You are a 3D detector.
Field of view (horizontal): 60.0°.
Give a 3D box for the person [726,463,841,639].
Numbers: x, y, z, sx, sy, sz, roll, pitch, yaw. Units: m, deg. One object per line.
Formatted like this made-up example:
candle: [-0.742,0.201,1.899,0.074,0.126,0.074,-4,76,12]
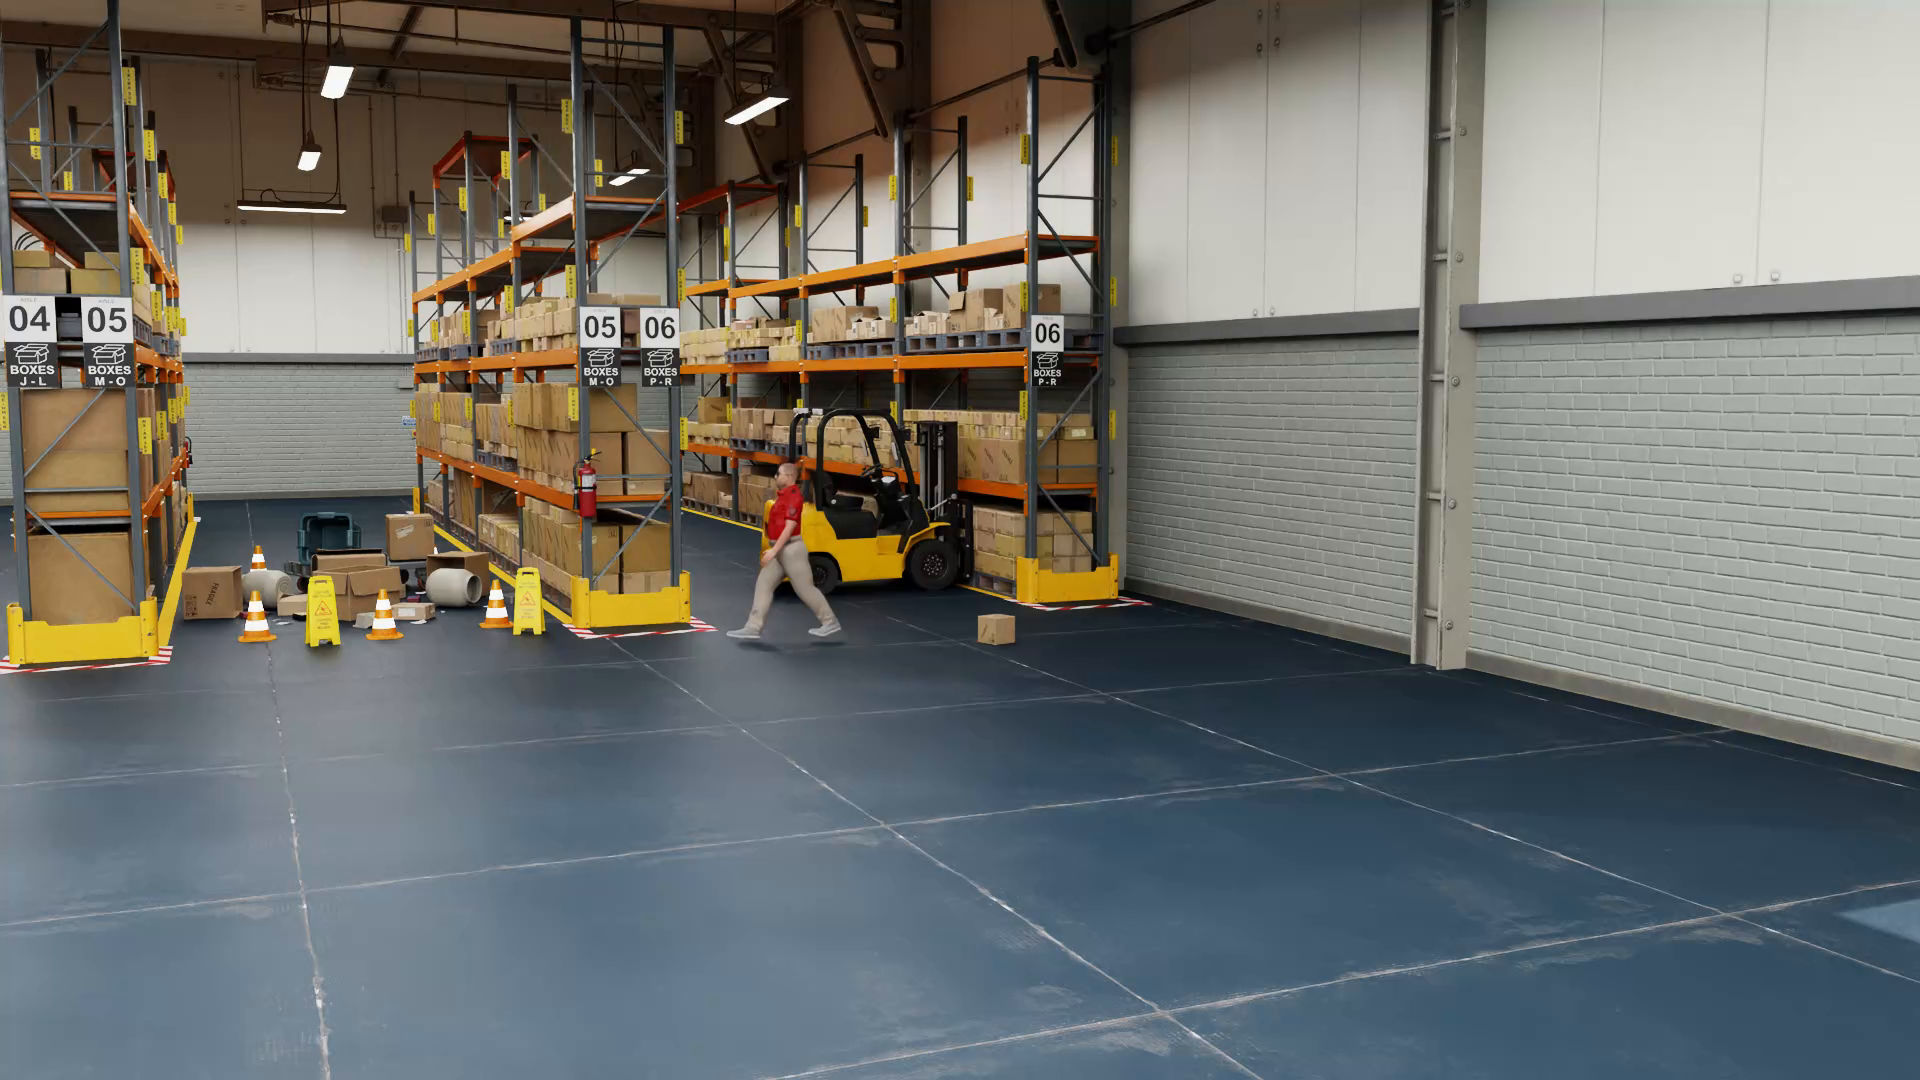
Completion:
person: [-1.658,0.110,15.636,1.074,1.666,0.545,-2,6,-21]
